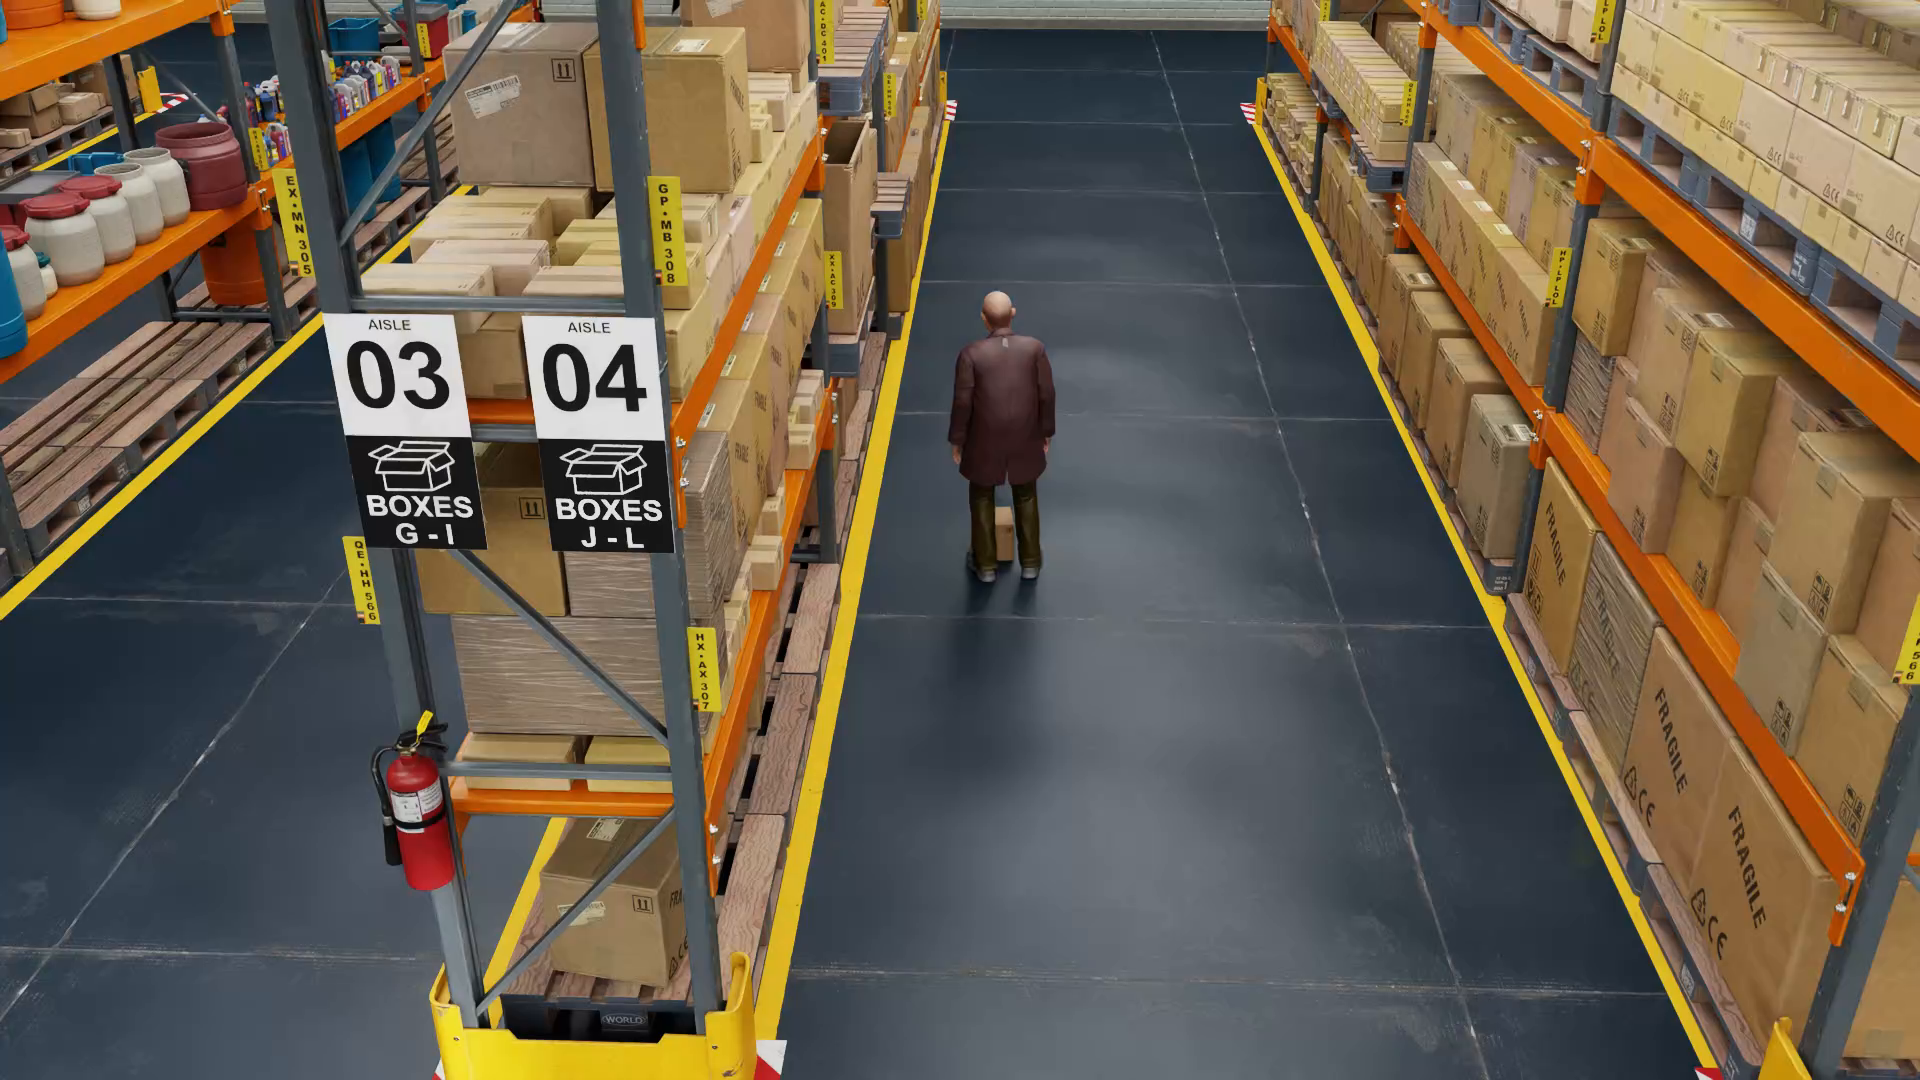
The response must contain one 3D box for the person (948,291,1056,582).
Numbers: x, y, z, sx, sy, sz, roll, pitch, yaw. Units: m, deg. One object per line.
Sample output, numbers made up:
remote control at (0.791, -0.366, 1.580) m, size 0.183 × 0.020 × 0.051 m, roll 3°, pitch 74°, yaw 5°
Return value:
person at (0.244, -0.599, 9.784) m, size 0.646 × 1.772 × 0.433 m, roll -5°, pitch 28°, yaw -9°
